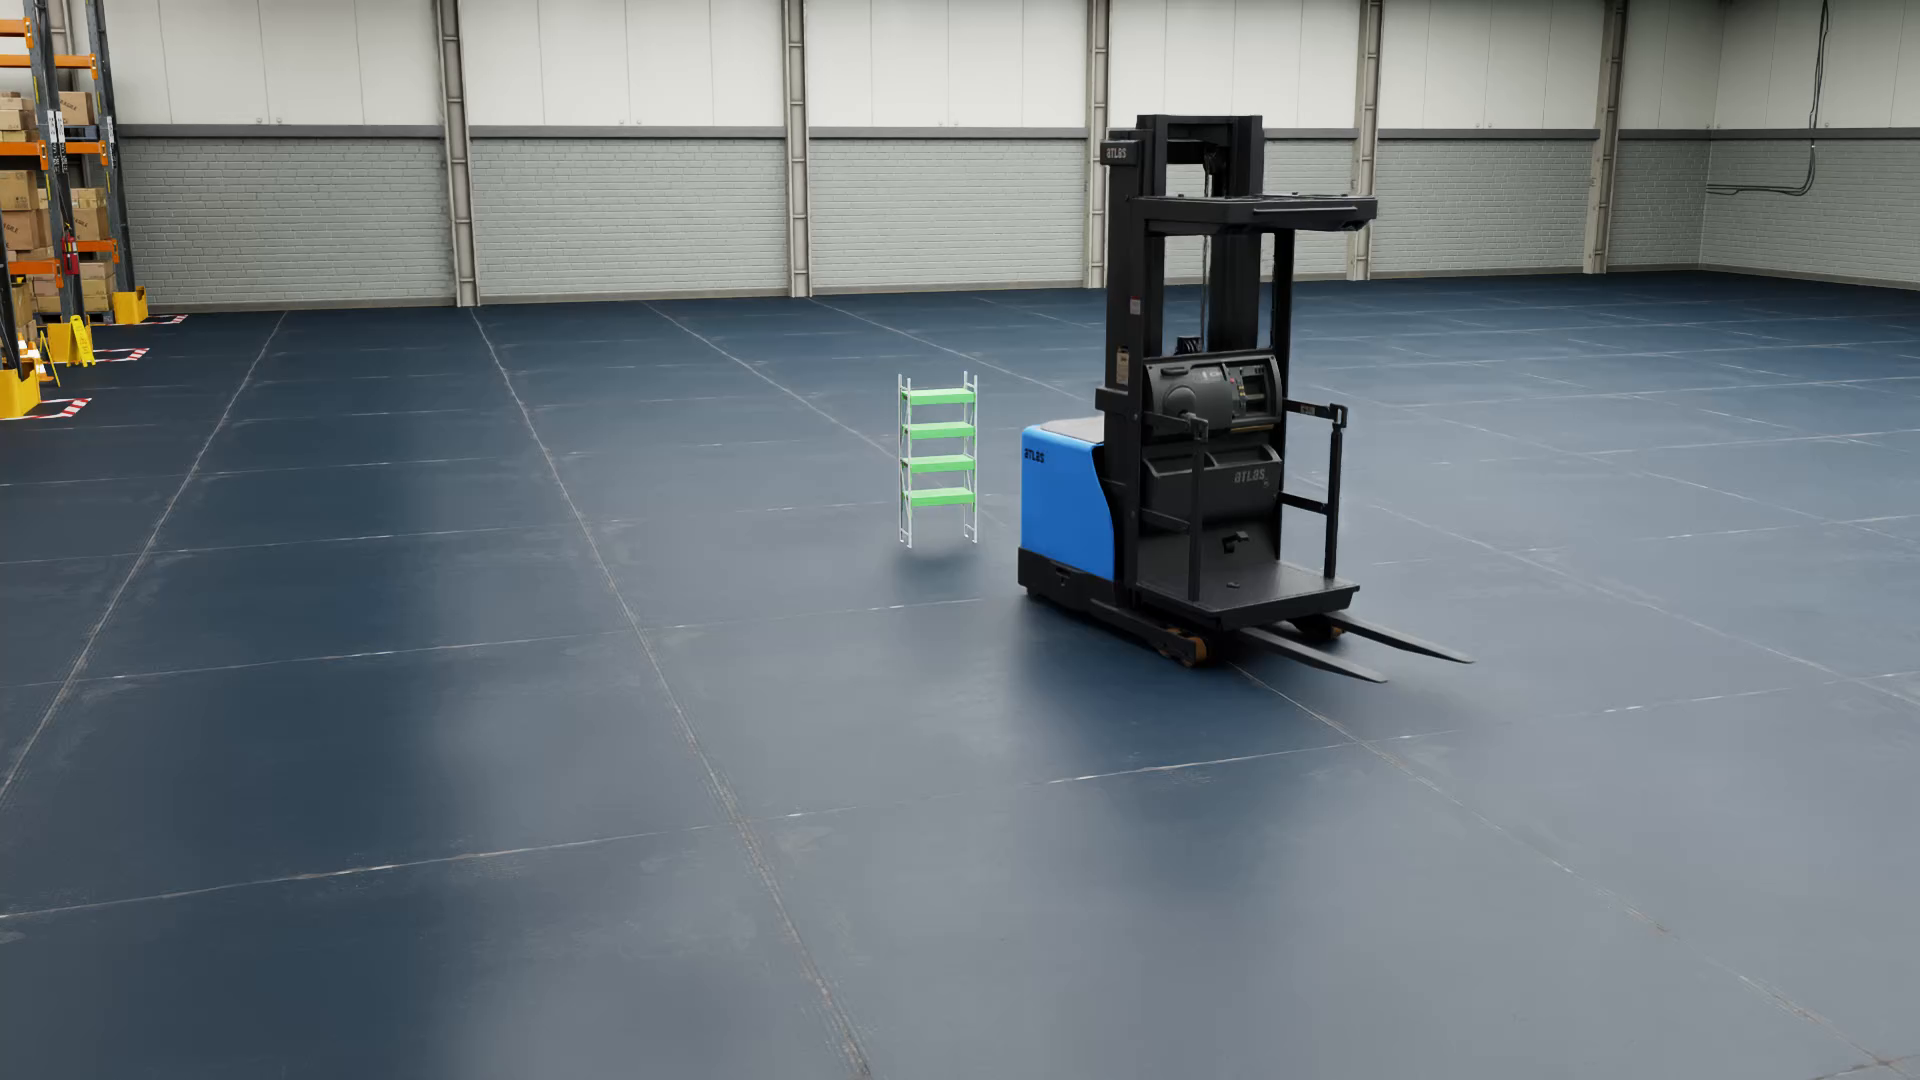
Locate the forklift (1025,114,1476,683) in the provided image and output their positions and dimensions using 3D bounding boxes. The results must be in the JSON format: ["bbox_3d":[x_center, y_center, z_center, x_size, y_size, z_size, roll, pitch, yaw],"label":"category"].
[{"bbox_3d":[1.551,-0.855,9.242,1.121,2.935,3.031,-8,16,-30],"label":"forklift"}]

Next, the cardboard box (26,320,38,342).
[{"bbox_3d":[-12.699,-2.795,22.285,0.500,0.250,0.500,-5,14,-19],"label":"cardboard box"}]

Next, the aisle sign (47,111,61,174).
[{"bbox_3d":[-11.695,-5.133,21.462,0.004,0.787,0.394,-4,14,-18],"label":"aisle sign"}]

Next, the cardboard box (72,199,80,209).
[{"bbox_3d":[-13.904,-5.268,26.027,0.250,0.149,0.380,-4,14,-17],"label":"cardboard box"}]

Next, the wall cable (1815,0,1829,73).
[{"bbox_3d":[18.130,-10.575,32.791,0.112,2.526,3.097,-4,14,-18],"label":"wall cable"}]

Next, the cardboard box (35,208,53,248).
[{"bbox_3d":[-12.383,-4.147,22.074,0.500,0.500,0.500,-5,14,-19],"label":"cardboard box"}]

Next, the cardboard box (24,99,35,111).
[{"bbox_3d":[-12.248,-5.671,21.678,0.250,0.149,0.380,-5,14,-18],"label":"cardboard box"}]

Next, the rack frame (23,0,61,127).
[{"bbox_3d":[-11.846,-6.846,21.317,0.127,3.000,1.000,-4,14,-18],"label":"rack frame"}]

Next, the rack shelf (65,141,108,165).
[{"bbox_3d":[-15.328,-5.978,25.702,4.000,0.370,1.077,-4,14,-18],"label":"rack shelf"}]

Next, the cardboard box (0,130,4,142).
[{"bbox_3d":[-12.320,-5.151,21.217,0.250,0.149,0.380,-4,14,-18],"label":"cardboard box"}]

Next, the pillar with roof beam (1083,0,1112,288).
[{"bbox_3d":[4.053,-8.465,28.123,0.400,9.000,9.100,-4,14,-18],"label":"pillar with roof beam"}]

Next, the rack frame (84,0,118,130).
[{"bbox_3d":[-13.432,-7.935,25.892,0.127,3.000,1.000,-4,14,-18],"label":"rack frame"}]

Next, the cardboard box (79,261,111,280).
[{"bbox_3d":[-13.769,-4.267,26.310,0.500,0.250,0.500,-4,14,-16],"label":"cardboard box"}]

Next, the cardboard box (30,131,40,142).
[{"bbox_3d":[-12.264,-5.311,21.889,0.250,0.149,0.380,-4,14,-18],"label":"cardboard box"}]

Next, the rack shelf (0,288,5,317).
[{"bbox_3d":[-12.067,-2.352,16.941,4.000,0.370,1.077,-4,14,-18],"label":"rack shelf"}]

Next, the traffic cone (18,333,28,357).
[{"bbox_3d":[-11.842,-2.379,20.982,0.334,0.463,0.336,-4,14,-18],"label":"traffic cone"}]

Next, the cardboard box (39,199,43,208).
[{"bbox_3d":[-14.408,-5.246,25.937,0.250,0.149,0.380,-5,14,-18],"label":"cardboard box"}]

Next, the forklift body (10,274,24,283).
[{"bbox_3d":[-14.648,-4.063,24.414,1.214,2.155,2.313,-4,14,-18],"label":"forklift body"}]

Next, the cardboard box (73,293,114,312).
[{"bbox_3d":[-13.777,-3.779,26.419,0.500,0.250,0.500,-4,14,-18],"label":"cardboard box"}]

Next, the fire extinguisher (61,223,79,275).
[{"bbox_3d":[-11.590,-3.797,21.630,0.183,0.674,0.296,-4,14,-18],"label":"fire extinguisher"}]

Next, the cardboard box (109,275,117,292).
[{"bbox_3d":[-13.944,-4.137,26.844,0.500,0.250,0.500,-4,14,-17],"label":"cardboard box"}]

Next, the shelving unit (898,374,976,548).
[{"bbox_3d":[-0.162,-0.571,11.789,0.492,1.200,0.258,-4,14,-18],"label":"shelving unit"}]

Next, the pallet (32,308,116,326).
[{"bbox_3d":[-14.144,-3.594,26.633,1.213,0.211,1.003,-4,14,-18],"label":"pallet"}]

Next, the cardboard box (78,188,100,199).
[{"bbox_3d":[-13.705,-5.452,26.160,0.250,0.149,0.380,-4,14,-18],"label":"cardboard box"}]

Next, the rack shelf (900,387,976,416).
[{"bbox_3d":[-0.157,-0.976,11.695,0.480,0.148,0.258,-4,14,-18],"label":"rack shelf"}]

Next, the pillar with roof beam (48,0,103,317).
[{"bbox_3d":[-17.738,-6.442,19.617,11.283,9.000,11.773,-4,14,-18],"label":"pillar with roof beam"}]

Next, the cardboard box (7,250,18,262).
[{"bbox_3d":[-12.337,-3.688,21.546,0.250,0.149,0.380,-5,14,-19],"label":"cardboard box"}]

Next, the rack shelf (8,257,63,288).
[{"bbox_3d":[-13.741,-3.430,21.474,4.000,0.370,1.077,-4,14,-18],"label":"rack shelf"}]

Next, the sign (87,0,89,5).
[{"bbox_3d":[-13.273,-8.307,25.270,0.005,0.325,0.100,-4,14,-18],"label":"sign"}]

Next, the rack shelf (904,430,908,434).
[{"bbox_3d":[-0.157,-0.771,11.744,0.442,0.029,0.199,-4,14,-18],"label":"rack shelf"}]

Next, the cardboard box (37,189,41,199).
[{"bbox_3d":[-14.428,-5.400,25.940,0.250,0.149,0.380,-4,14,-18],"label":"cardboard box"}]
